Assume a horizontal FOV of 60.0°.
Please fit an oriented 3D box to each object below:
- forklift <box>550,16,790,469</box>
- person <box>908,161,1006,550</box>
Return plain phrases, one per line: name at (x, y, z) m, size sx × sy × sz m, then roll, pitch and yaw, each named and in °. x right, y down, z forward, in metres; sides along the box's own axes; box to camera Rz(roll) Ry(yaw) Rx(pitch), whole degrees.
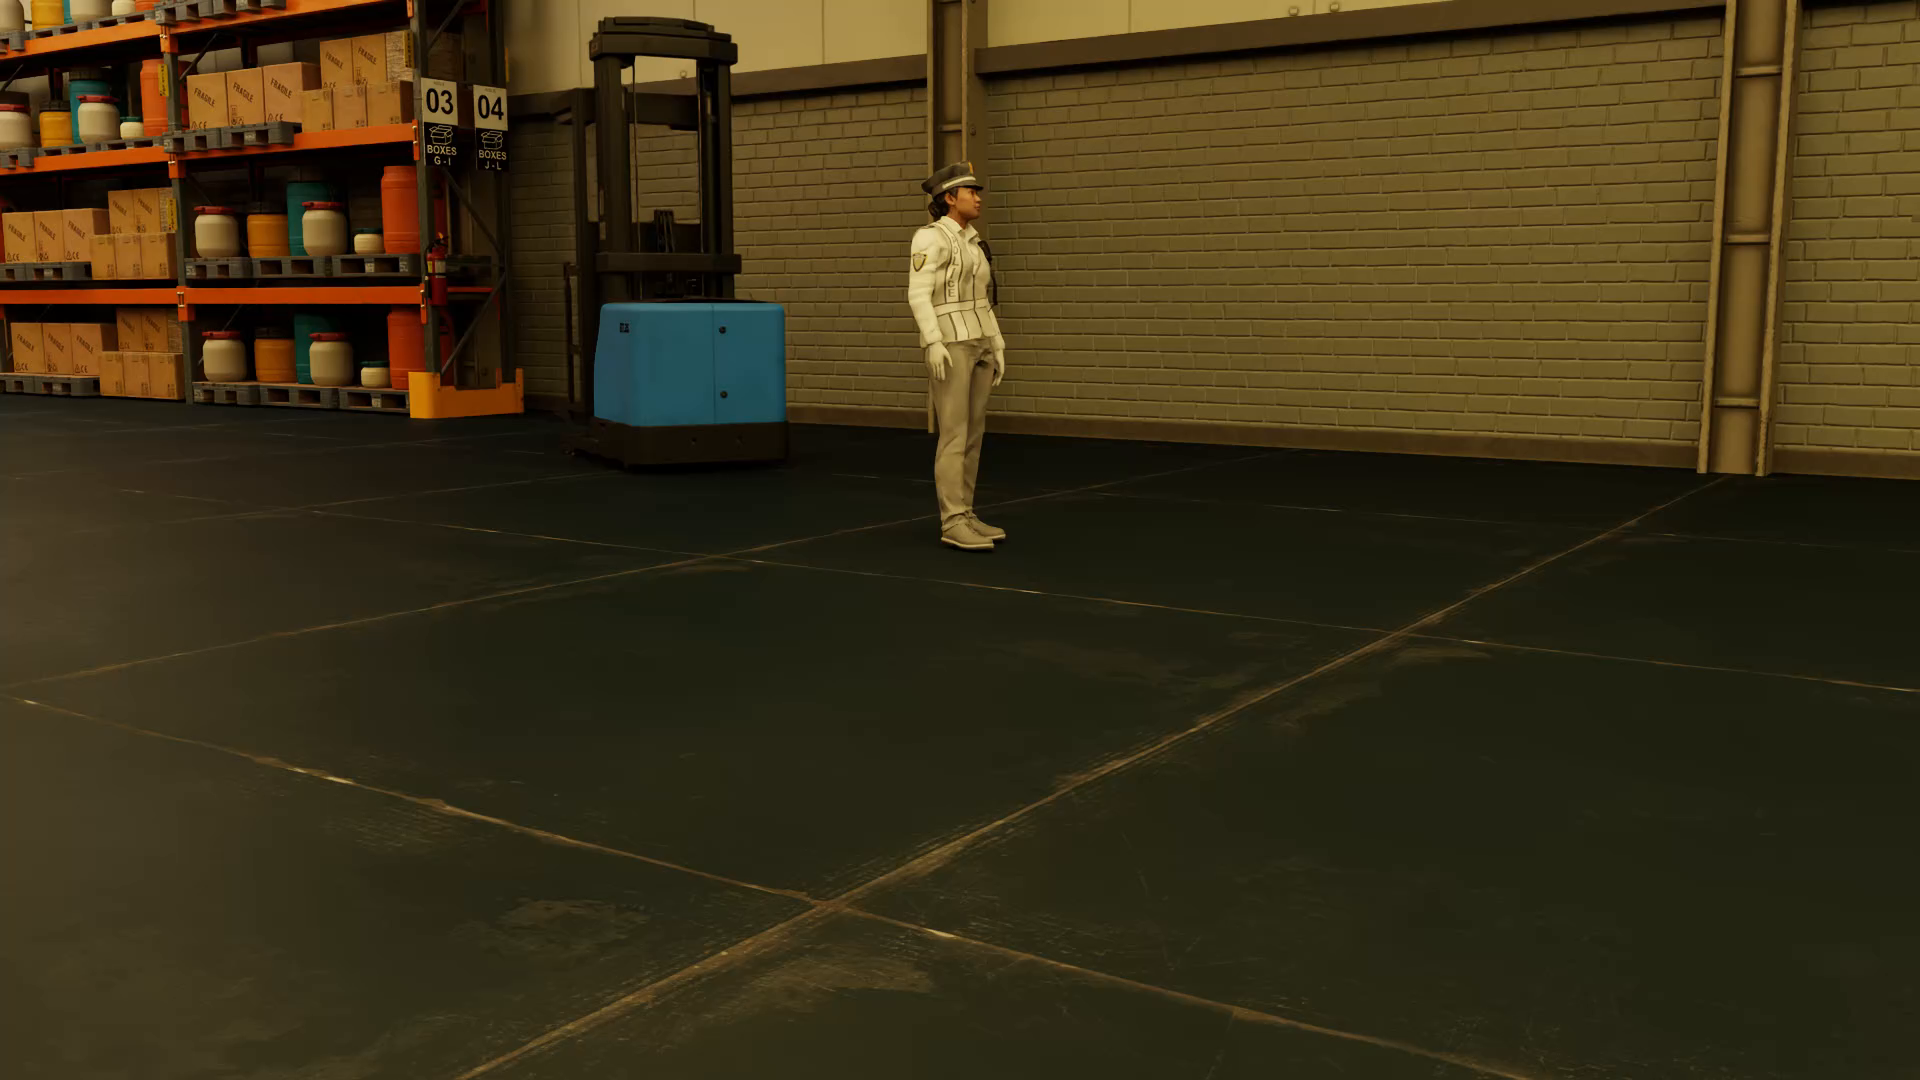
forklift at (-2.222, -2.068, 11.735) m, size 1.130 × 2.935 × 3.031 m, roll -4°, pitch 9°, yaw -26°
person at (0.053, -0.840, 7.439) m, size 0.530 × 1.694 × 0.586 m, roll 5°, pitch 10°, yaw 34°
